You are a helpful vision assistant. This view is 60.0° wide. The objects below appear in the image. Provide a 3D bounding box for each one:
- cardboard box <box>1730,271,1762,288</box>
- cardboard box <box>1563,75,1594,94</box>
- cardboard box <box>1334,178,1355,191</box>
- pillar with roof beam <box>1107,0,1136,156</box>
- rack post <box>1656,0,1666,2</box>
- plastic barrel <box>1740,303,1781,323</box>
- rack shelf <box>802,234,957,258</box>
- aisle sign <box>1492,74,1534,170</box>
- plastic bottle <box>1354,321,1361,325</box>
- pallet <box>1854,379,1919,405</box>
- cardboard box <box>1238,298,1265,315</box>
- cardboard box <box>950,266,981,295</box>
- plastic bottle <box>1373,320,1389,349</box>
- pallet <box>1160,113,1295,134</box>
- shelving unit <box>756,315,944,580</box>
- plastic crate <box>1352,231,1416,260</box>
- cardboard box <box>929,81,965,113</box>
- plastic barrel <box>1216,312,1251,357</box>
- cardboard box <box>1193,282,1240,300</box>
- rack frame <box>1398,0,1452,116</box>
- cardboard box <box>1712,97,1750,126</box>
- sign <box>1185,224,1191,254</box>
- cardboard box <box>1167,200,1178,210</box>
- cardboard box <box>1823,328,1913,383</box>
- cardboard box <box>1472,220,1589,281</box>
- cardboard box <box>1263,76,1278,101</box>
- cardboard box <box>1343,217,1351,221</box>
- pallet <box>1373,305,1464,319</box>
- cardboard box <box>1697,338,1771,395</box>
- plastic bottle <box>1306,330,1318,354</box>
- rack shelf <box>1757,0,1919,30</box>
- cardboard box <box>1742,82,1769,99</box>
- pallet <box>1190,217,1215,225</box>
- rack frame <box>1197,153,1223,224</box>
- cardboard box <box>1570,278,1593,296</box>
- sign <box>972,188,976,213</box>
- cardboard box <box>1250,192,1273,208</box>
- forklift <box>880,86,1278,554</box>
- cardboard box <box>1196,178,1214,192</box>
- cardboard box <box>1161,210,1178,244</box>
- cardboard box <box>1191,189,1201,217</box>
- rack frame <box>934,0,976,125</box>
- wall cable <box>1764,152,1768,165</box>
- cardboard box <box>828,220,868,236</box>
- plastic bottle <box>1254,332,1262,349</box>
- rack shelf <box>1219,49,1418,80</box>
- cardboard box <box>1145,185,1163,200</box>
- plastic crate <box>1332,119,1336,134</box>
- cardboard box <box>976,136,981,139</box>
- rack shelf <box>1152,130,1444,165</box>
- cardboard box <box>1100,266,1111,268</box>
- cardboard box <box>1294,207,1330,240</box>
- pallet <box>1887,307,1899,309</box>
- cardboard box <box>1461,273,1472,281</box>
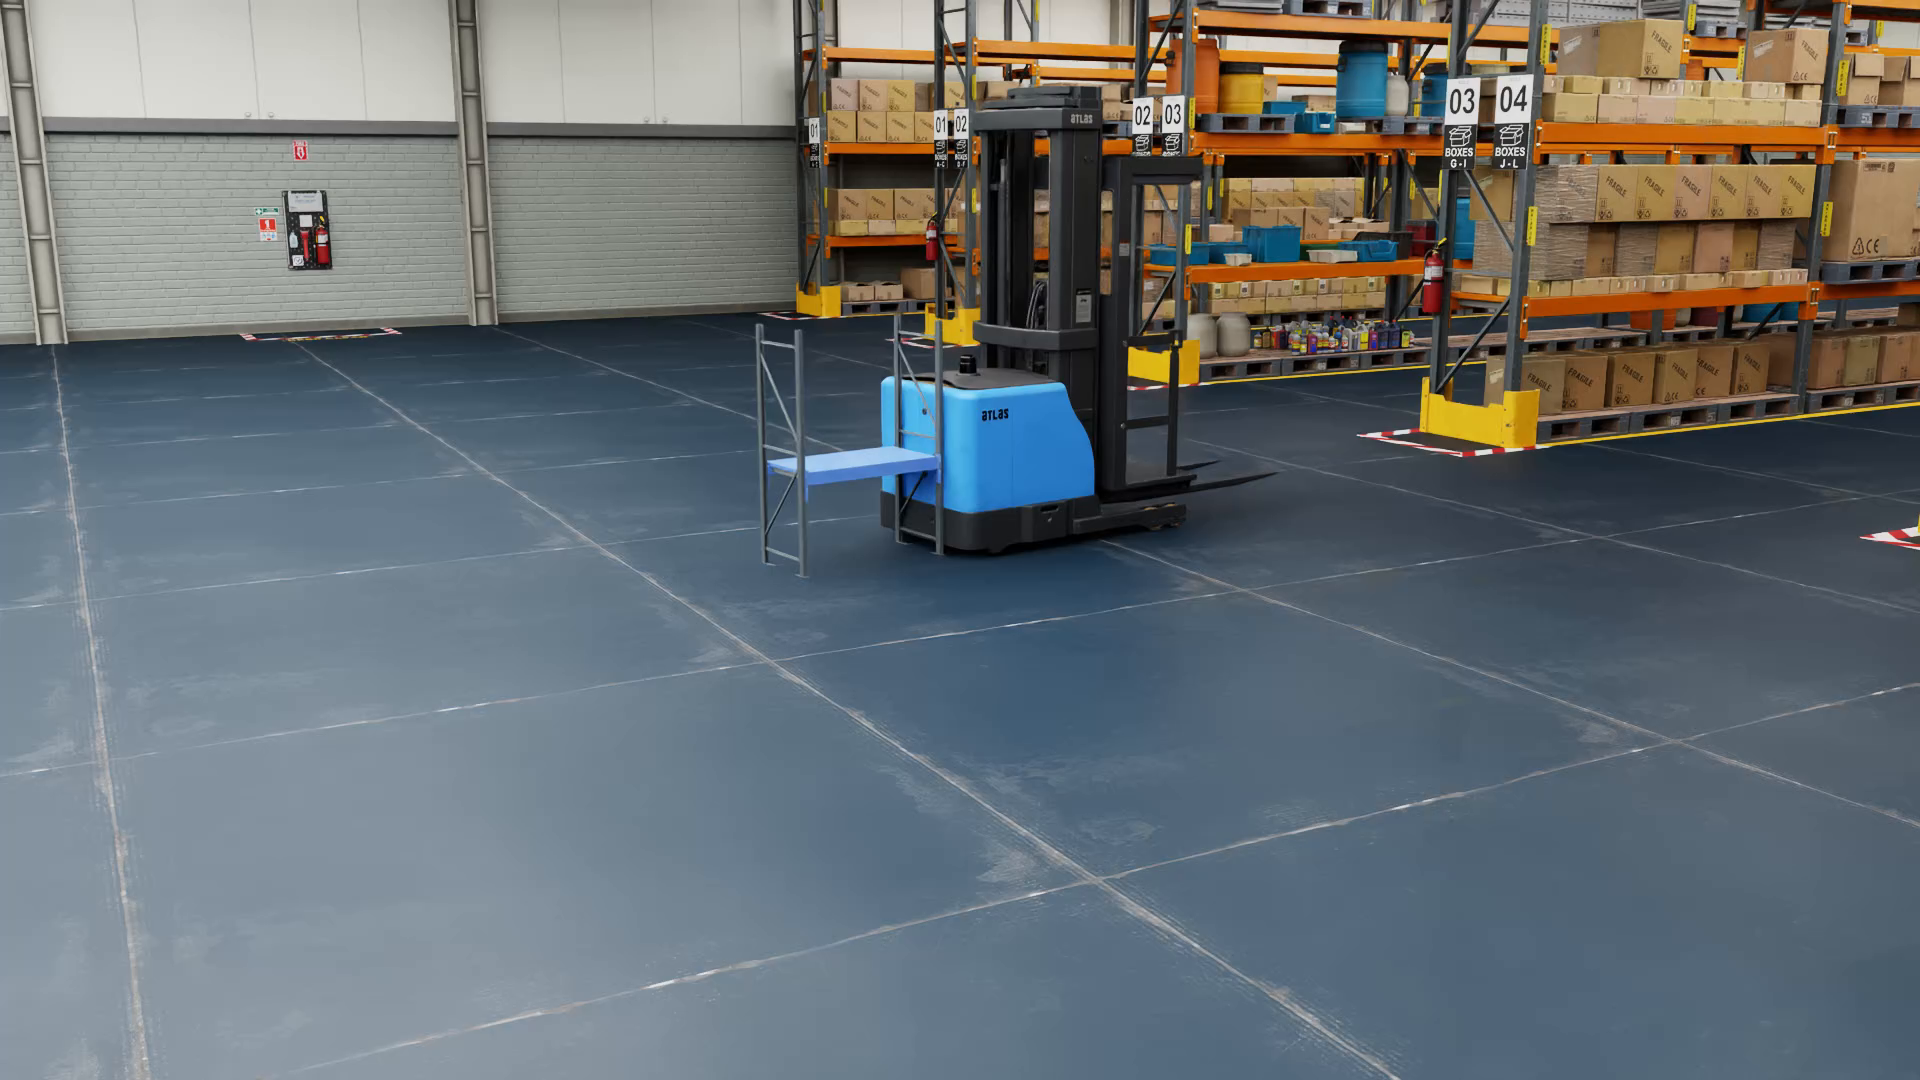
[{"bbox_3d":[7.497,-2.524,16.066,0.250,0.149,0.380,-7,14,-28],"label":"cardboard box"},{"bbox_3d":[5.298,-3.970,14.520,0.250,0.149,0.380,-6,14,-27],"label":"cardboard box"},{"bbox_3d":[7.344,-6.938,32.445,0.500,0.250,0.500,-6,14,-27],"label":"cardboard box"},{"bbox_3d":[5.081,-8.225,27.160,0.400,9.000,9.100,-7,14,-28],"label":"pillar with roof beam"},{"bbox_3d":[9.958,-7.468,22.621,0.986,0.289,0.624,-7,14,-28],"label":"rack post"},{"bbox_3d":[11.724,-3.662,24.372,0.708,0.901,0.600,-7,14,-28],"label":"plastic barrel"},{"bbox_3d":[-0.693,-5.115,28.646,4.000,0.370,1.077,-7,14,-28],"label":"rack shelf"},{"bbox_3d":[4.761,-3.596,14.336,0.004,0.787,0.394,-7,14,-28],"label":"aisle sign"},{"bbox_3d":[5.049,-2.665,21.321,0.135,0.276,0.152,-6,14,-26],"label":"plastic bottle"},{"bbox_3d":[9.938,-1.664,18.023,1.213,0.211,1.003,-7,14,-28],"label":"pallet"},{"bbox_3d":[4.362,-3.634,25.732,0.500,0.250,0.500,-6,14,-26],"label":"cardboard box"},{"bbox_3d":[0.171,-4.555,29.209,0.500,0.500,0.500,-8,15,-32],"label":"cardboard box"},{"bbox_3d":[5.214,-2.546,20.623,0.185,0.351,0.144,-8,15,-31],"label":"plastic bottle"},{"bbox_3d":[3.072,-4.786,19.143,1.213,0.211,1.003,-7,14,-28],"label":"pallet"},{"bbox_3d":[-0.675,-0.605,10.384,1.048,1.500,0.538,-9,16,-36],"label":"shelving unit"},{"bbox_3d":[5.289,-3.707,20.889,0.504,0.338,0.767,-7,14,-28],"label":"plastic crate"},{"bbox_3d":[-0.176,-7.465,28.065,0.500,0.500,0.500,-7,15,-30],"label":"cardboard box"},{"bbox_3d":[3.280,-2.475,19.983,0.421,0.512,0.421,0,13,0],"label":"plastic barrel"},{"bbox_3d":[3.922,-3.855,25.436,0.500,0.311,0.500,-7,14,-28],"label":"cardboard box"},{"bbox_3d":[5.810,-6.694,20.360,0.127,3.000,1.000,-7,14,-28],"label":"rack frame"},{"bbox_3d":[7.000,-3.997,15.550,0.500,0.250,0.500,-7,14,-28],"label":"cardboard box"},{"bbox_3d":[2.559,-3.375,18.645,0.005,0.325,0.100,-7,14,-28],"label":"sign"},{"bbox_3d":[3.086,-4.992,24.755,0.250,0.149,0.380,-7,15,-29],"label":"cardboard box"},{"bbox_3d":[9.651,-1.974,17.741,0.500,0.500,0.700,-8,15,-33],"label":"cardboard box"},{"bbox_3d":[5.168,-2.639,15.097,0.500,0.500,0.875,-7,14,-28],"label":"cardboard box"},{"bbox_3d":[4.489,-6.805,25.361,0.500,0.500,0.500,-5,14,-22],"label":"cardboard box"},{"bbox_3d":[7.465,-6.266,32.646,0.250,0.149,0.380,-6,14,-26],"label":"cardboard box"},{"bbox_3d":[7.624,-3.854,27.754,1.213,0.211,1.003,-7,14,-28],"label":"pallet"},{"bbox_3d":[7.813,-1.764,16.853,0.500,0.500,0.500,-7,15,-30],"label":"cardboard box"},{"bbox_3d":[4.247,-2.387,20.069,0.133,0.283,0.061,-7,14,-27],"label":"plastic bottle"},{"bbox_3d":[9.938,-5.404,17.176,4.000,0.370,1.077,-7,14,-28],"label":"rack shelf"},{"bbox_3d":[7.349,-4.220,15.632,0.250,0.149,0.380,-7,15,-30],"label":"cardboard box"},{"bbox_3d":[3.999,-5.909,30.968,1.003,0.211,1.213,-7,14,-28],"label":"pallet"},{"bbox_3d":[4.574,-6.098,31.372,0.127,3.000,1.000,-7,14,-28],"label":"rack frame"},{"bbox_3d":[5.492,-2.300,15.068,0.250,0.149,0.380,-7,14,-28],"label":"cardboard box"},{"bbox_3d":[0.189,-4.655,22.810,0.005,0.325,0.100,-7,14,-28],"label":"sign"},{"bbox_3d":[5.587,-6.356,31.571,0.500,0.500,0.500,-6,14,-26],"label":"cardboard box"},{"bbox_3d":[0.948,-1.575,11.433,3.031,2.935,1.130,-9,16,-36],"label":"forklift"},{"bbox_3d":[4.848,-6.765,31.678,0.500,0.250,0.500,-6,14,-26],"label":"cardboard box"},{"bbox_3d":[3.053,-4.723,25.038,0.500,0.500,0.700,-7,15,-29],"label":"cardboard box"},{"bbox_3d":[4.166,-6.310,31.084,0.500,0.500,0.700,-9,15,-34],"label":"cardboard box"},{"bbox_3d":[-0.071,-7.229,22.733,0.127,3.000,1.000,-7,14,-28],"label":"rack frame"},{"bbox_3d":[16.731,-8.877,37.132,0.112,2.526,3.097,-7,14,-28],"label":"wall cable"},{"bbox_3d":[-1.868,-5.183,27.603,0.500,0.250,0.500,-7,15,-29],"label":"cardboard box"},{"bbox_3d":[3.701,-2.474,20.641,0.097,0.201,0.097,0,13,0],"label":"plastic bottle"},{"bbox_3d":[5.195,-7.314,25.661,4.000,0.370,1.077,-7,14,-28],"label":"rack shelf"},{"bbox_3d":[2.610,-5.303,24.658,0.500,0.500,0.700,-7,14,-28],"label":"cardboard box"},{"bbox_3d":[4.294,-5.014,20.208,0.450,0.188,0.336,-7,14,-28],"label":"plastic crate"},{"bbox_3d":[0.288,-7.047,28.486,0.500,0.500,0.500,-8,15,-33],"label":"cardboard box"},{"bbox_3d":[4.054,-4.670,19.833,4.000,0.370,1.077,-7,14,-28],"label":"rack shelf"},{"bbox_3d":[2.005,-3.858,25.019,0.500,0.500,0.500,-7,14,-28],"label":"cardboard box"},{"bbox_3d":[5.486,-5.012,26.322,0.500,0.500,0.500,-8,15,-31],"label":"cardboard box"},{"bbox_3d":[15.600,-3.590,26.582,1.213,0.211,1.003,-7,14,-28],"label":"pallet"},{"bbox_3d":[8.387,-4.239,27.805,0.500,0.500,0.500,-7,14,-29],"label":"cardboard box"}]
